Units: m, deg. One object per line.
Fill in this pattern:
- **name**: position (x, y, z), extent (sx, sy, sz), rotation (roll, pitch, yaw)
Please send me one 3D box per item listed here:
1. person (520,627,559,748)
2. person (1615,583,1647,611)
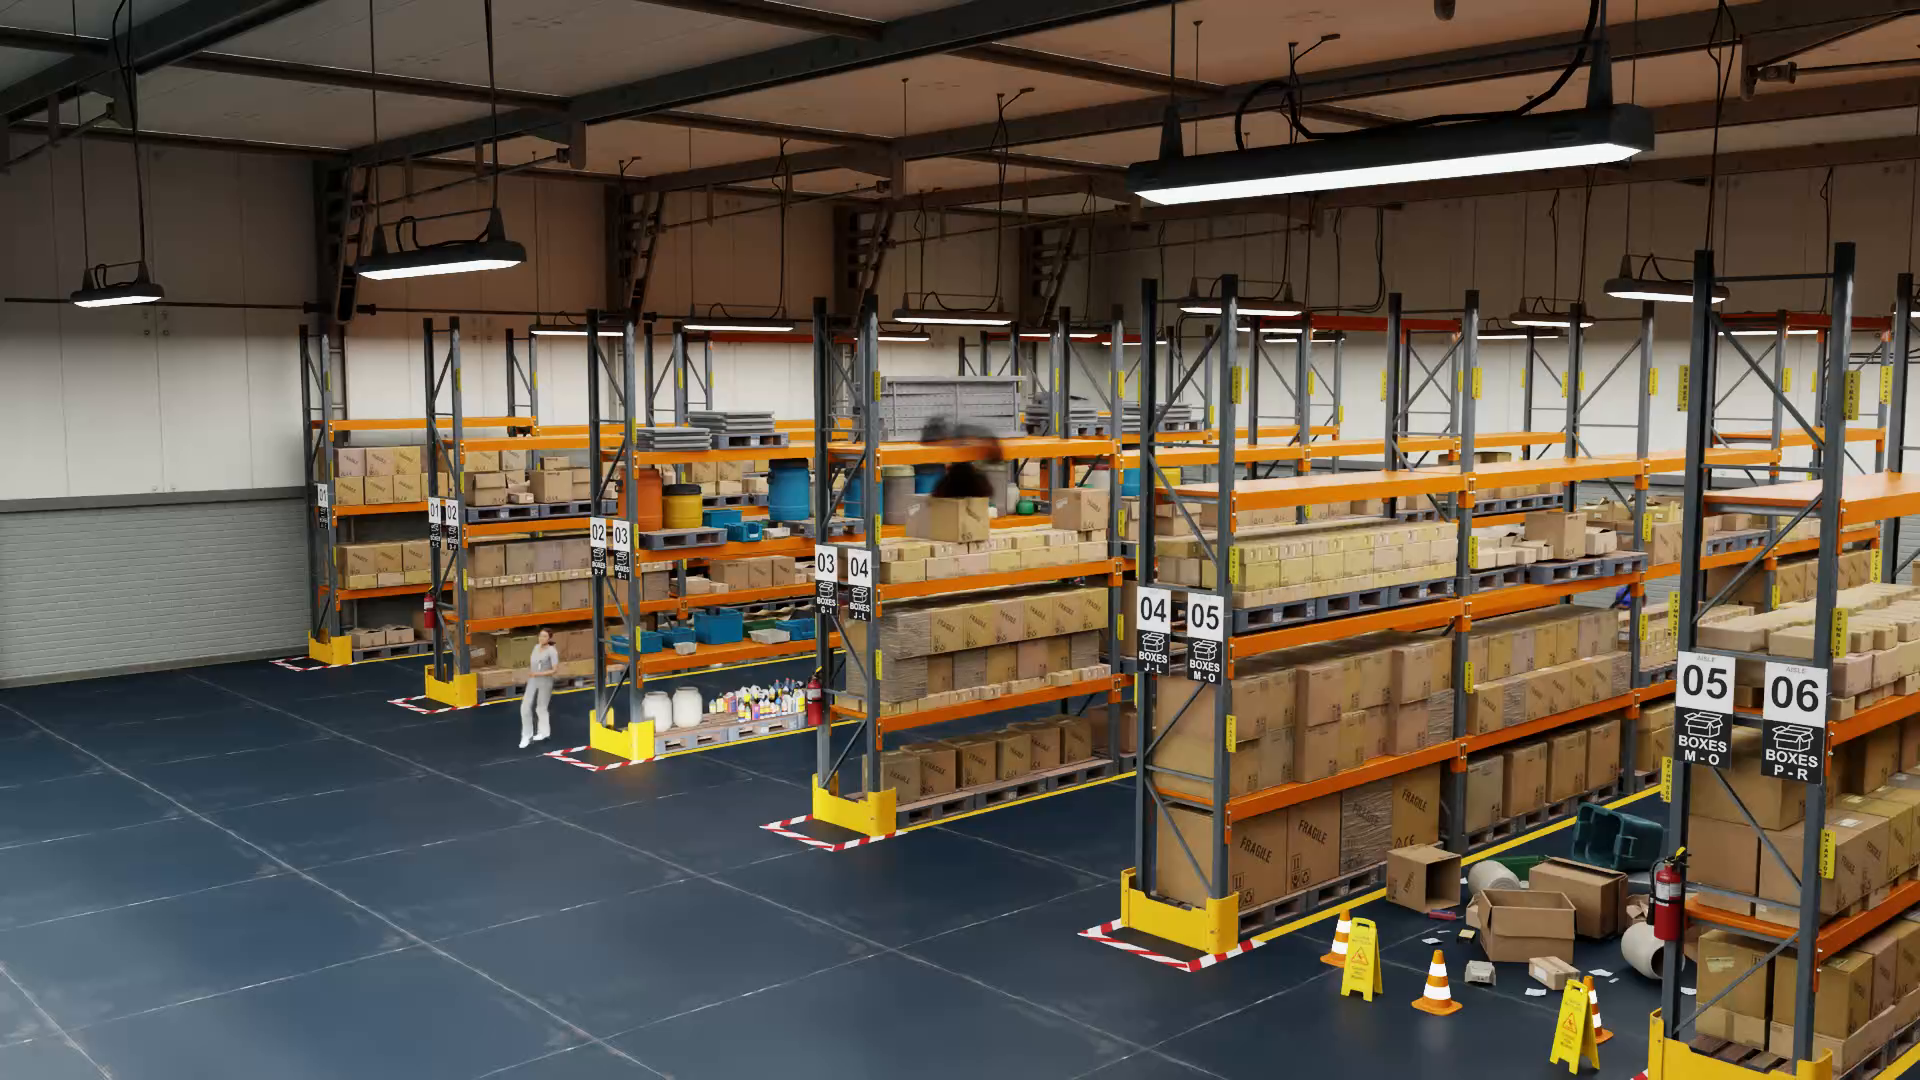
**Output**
- **person**: position (-5.776, 2.040, 23.024), extent (0.566, 1.675, 0.659), rotation (2, 6, 15)
- **person**: position (11.785, 1.432, 29.217), extent (0.567, 1.704, 0.754), rotation (1, 6, 13)
